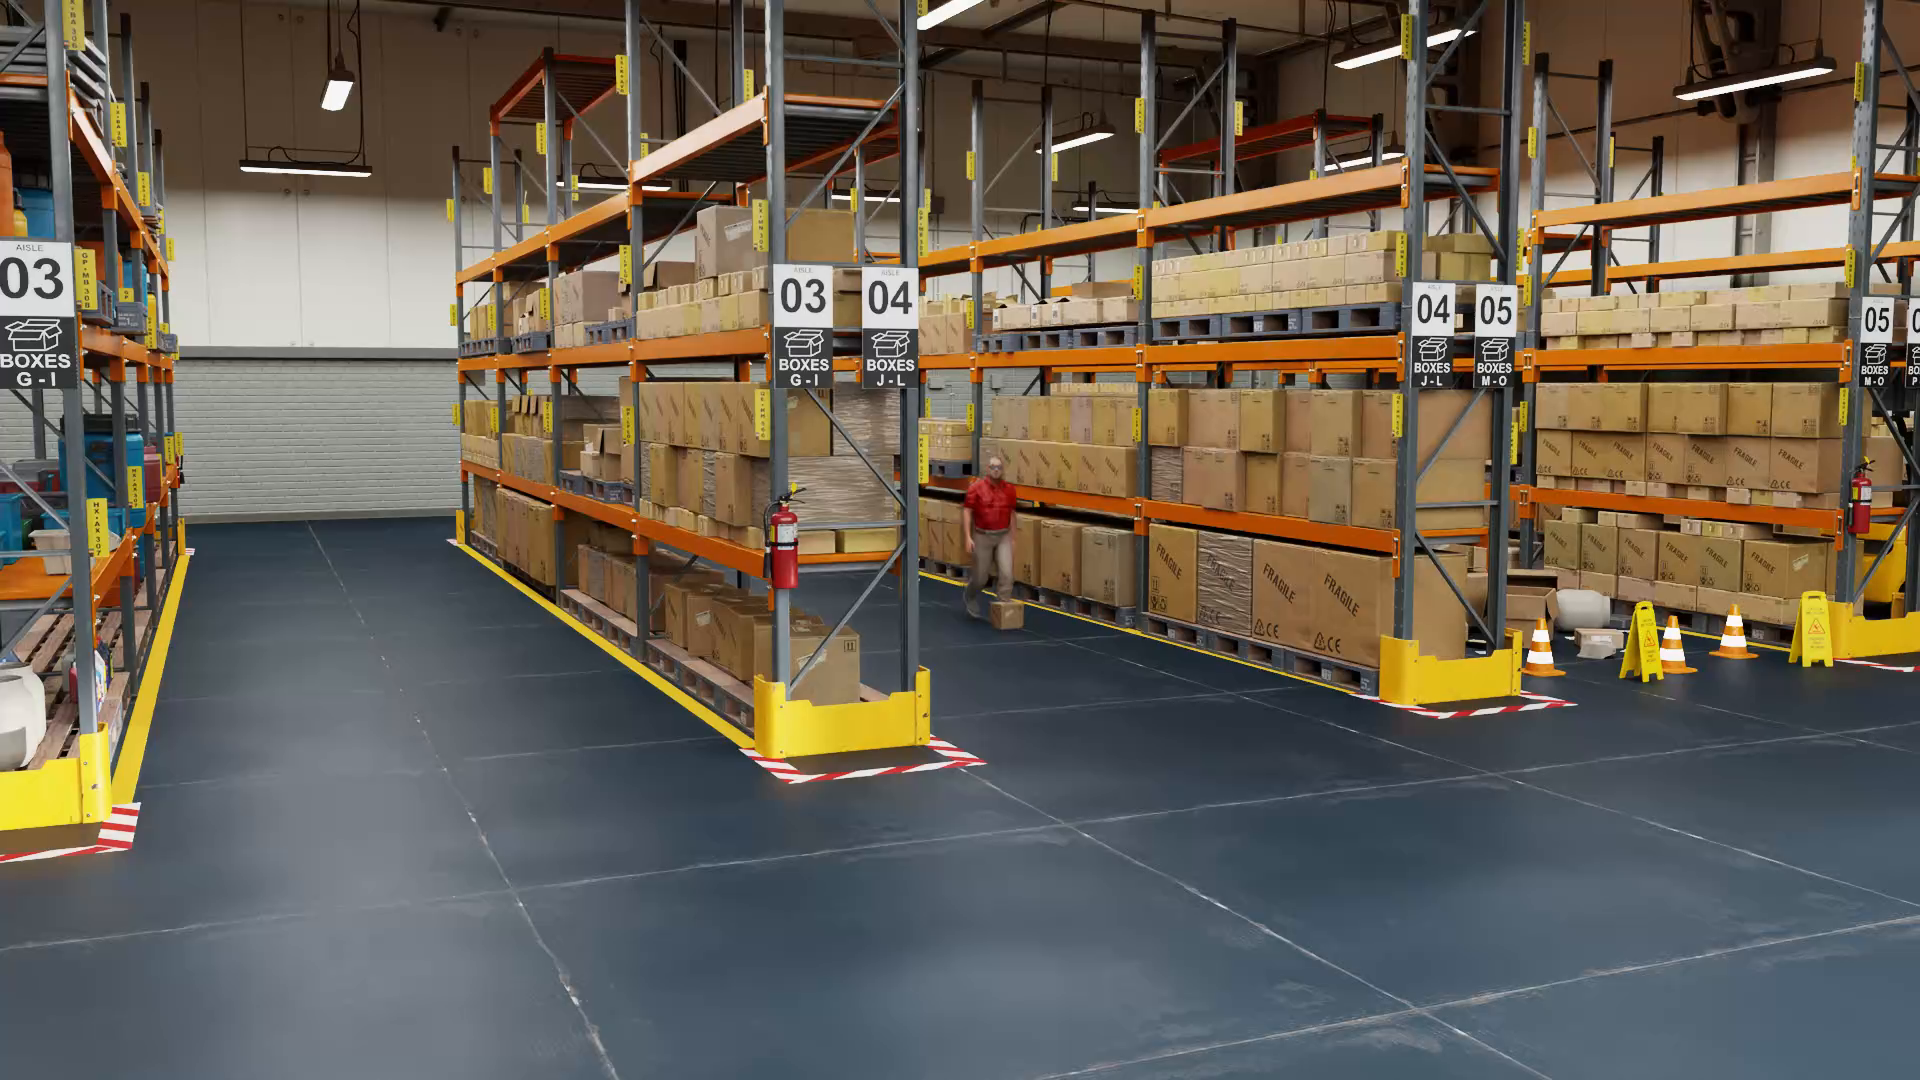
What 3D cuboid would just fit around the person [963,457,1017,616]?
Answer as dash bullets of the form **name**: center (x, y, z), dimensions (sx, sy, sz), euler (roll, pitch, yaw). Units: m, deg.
- **person**: center (0.292, -0.001, 16.899), dimensions (0.584, 1.701, 0.788), euler (-1, 6, -16)
